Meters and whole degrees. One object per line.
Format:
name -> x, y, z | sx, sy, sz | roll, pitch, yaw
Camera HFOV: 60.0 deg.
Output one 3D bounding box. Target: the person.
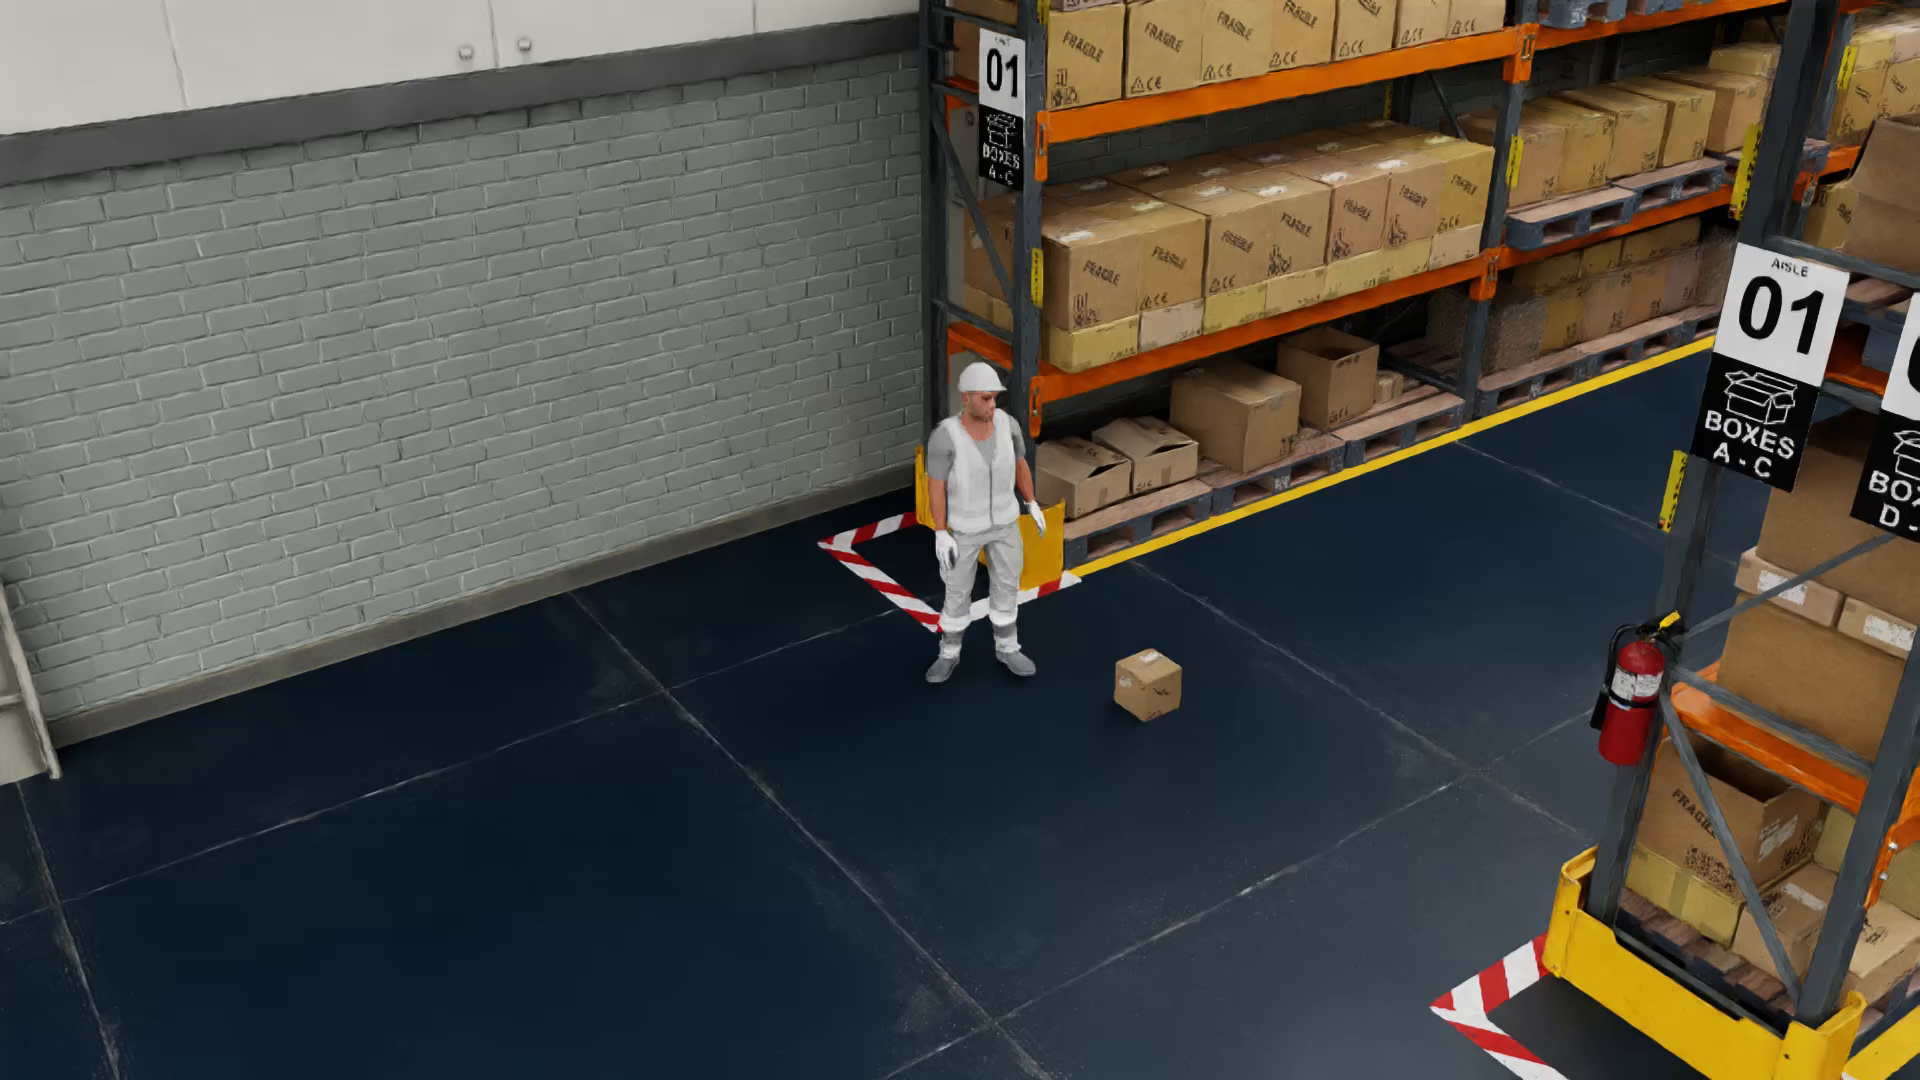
person -> 0.132, -0.083, 8.685 | 0.687, 1.793, 0.377 | -11, 30, -20
